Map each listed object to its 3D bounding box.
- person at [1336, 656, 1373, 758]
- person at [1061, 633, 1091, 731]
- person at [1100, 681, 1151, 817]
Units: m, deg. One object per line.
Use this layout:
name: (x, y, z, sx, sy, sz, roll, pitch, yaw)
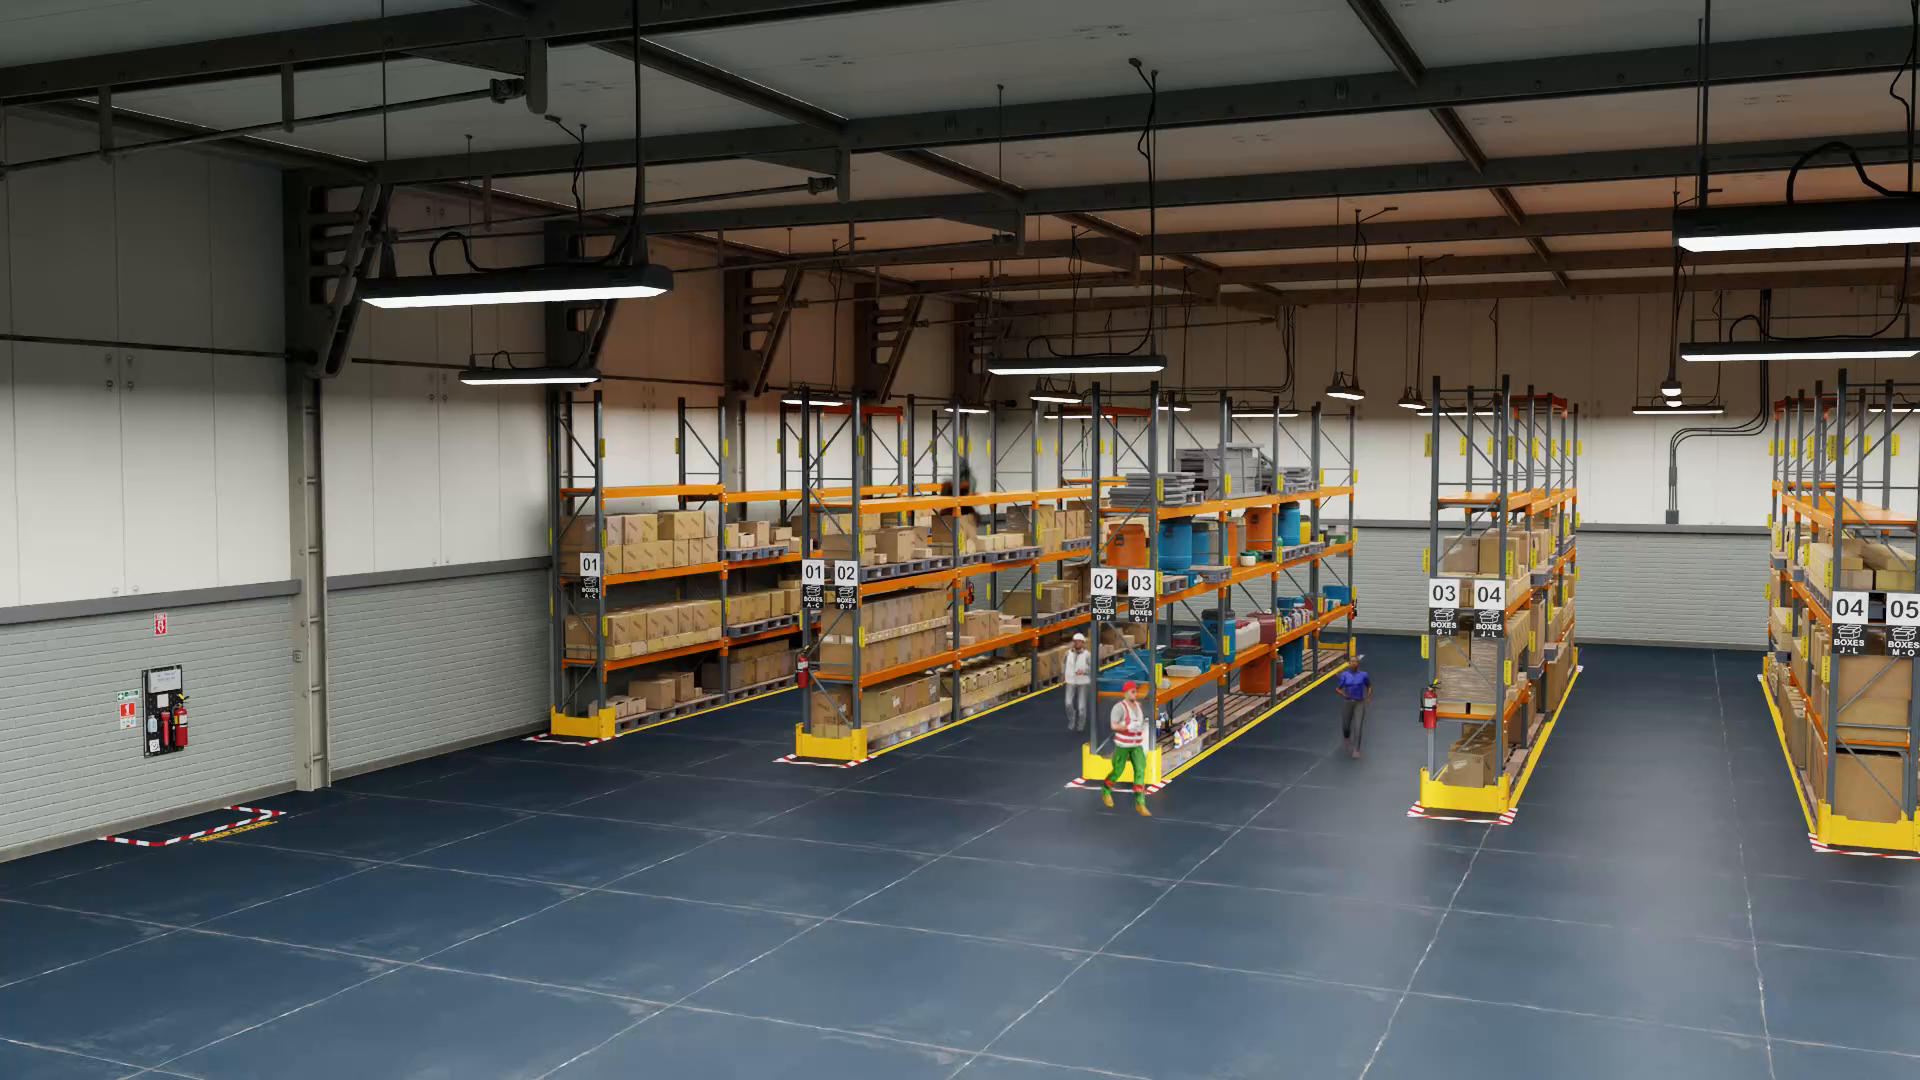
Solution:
person: (6.427, 2.692, 27.096, 0.590, 1.617, 0.790, 1, 3, 12)
person: (2.044, 2.505, 29.182, 0.639, 1.736, 0.651, 1, 3, 14)
person: (2.294, 2.814, 22.731, 0.656, 1.786, 0.975, -2, 4, -29)
